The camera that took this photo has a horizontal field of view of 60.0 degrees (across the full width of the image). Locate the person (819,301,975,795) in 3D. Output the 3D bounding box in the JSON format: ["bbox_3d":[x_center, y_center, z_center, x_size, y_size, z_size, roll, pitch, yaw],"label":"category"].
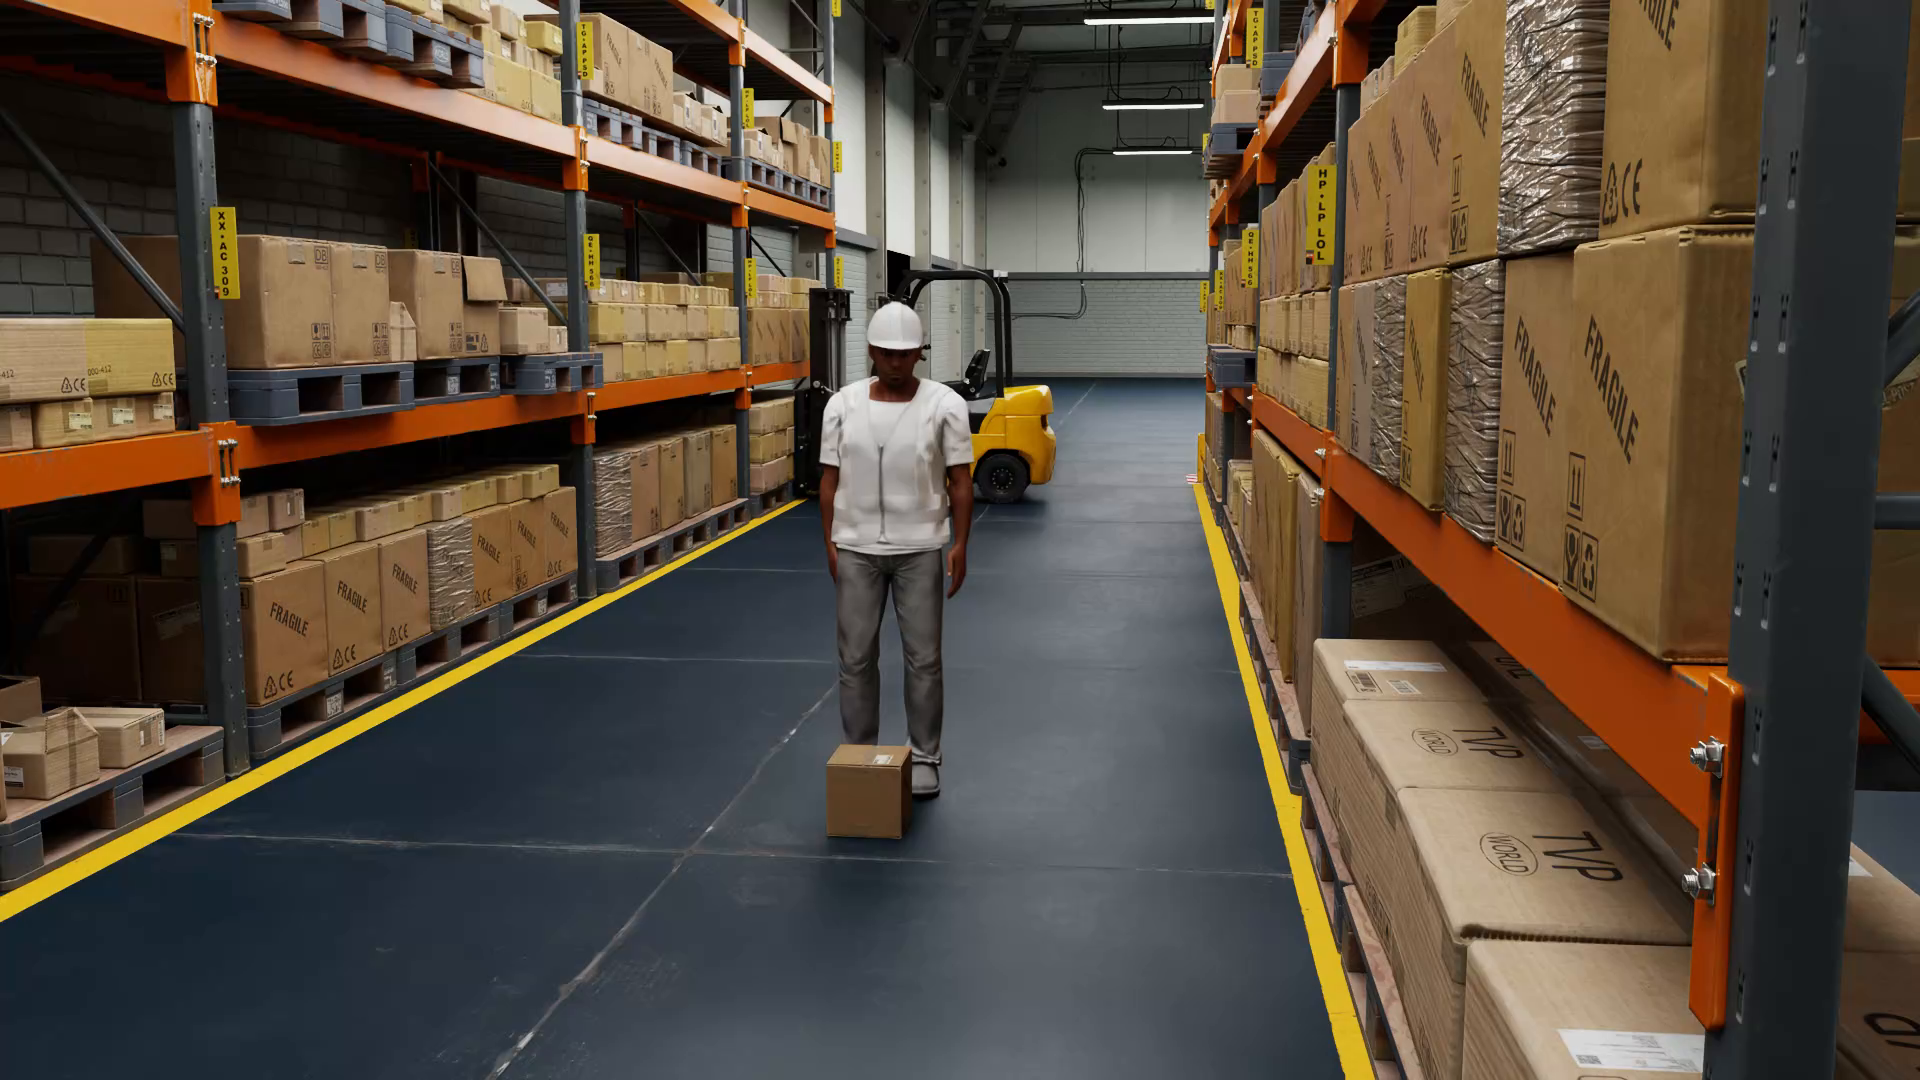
[{"bbox_3d":[-0.232,0.030,5.980,0.566,1.762,0.363,1,8,7],"label":"person"}]
